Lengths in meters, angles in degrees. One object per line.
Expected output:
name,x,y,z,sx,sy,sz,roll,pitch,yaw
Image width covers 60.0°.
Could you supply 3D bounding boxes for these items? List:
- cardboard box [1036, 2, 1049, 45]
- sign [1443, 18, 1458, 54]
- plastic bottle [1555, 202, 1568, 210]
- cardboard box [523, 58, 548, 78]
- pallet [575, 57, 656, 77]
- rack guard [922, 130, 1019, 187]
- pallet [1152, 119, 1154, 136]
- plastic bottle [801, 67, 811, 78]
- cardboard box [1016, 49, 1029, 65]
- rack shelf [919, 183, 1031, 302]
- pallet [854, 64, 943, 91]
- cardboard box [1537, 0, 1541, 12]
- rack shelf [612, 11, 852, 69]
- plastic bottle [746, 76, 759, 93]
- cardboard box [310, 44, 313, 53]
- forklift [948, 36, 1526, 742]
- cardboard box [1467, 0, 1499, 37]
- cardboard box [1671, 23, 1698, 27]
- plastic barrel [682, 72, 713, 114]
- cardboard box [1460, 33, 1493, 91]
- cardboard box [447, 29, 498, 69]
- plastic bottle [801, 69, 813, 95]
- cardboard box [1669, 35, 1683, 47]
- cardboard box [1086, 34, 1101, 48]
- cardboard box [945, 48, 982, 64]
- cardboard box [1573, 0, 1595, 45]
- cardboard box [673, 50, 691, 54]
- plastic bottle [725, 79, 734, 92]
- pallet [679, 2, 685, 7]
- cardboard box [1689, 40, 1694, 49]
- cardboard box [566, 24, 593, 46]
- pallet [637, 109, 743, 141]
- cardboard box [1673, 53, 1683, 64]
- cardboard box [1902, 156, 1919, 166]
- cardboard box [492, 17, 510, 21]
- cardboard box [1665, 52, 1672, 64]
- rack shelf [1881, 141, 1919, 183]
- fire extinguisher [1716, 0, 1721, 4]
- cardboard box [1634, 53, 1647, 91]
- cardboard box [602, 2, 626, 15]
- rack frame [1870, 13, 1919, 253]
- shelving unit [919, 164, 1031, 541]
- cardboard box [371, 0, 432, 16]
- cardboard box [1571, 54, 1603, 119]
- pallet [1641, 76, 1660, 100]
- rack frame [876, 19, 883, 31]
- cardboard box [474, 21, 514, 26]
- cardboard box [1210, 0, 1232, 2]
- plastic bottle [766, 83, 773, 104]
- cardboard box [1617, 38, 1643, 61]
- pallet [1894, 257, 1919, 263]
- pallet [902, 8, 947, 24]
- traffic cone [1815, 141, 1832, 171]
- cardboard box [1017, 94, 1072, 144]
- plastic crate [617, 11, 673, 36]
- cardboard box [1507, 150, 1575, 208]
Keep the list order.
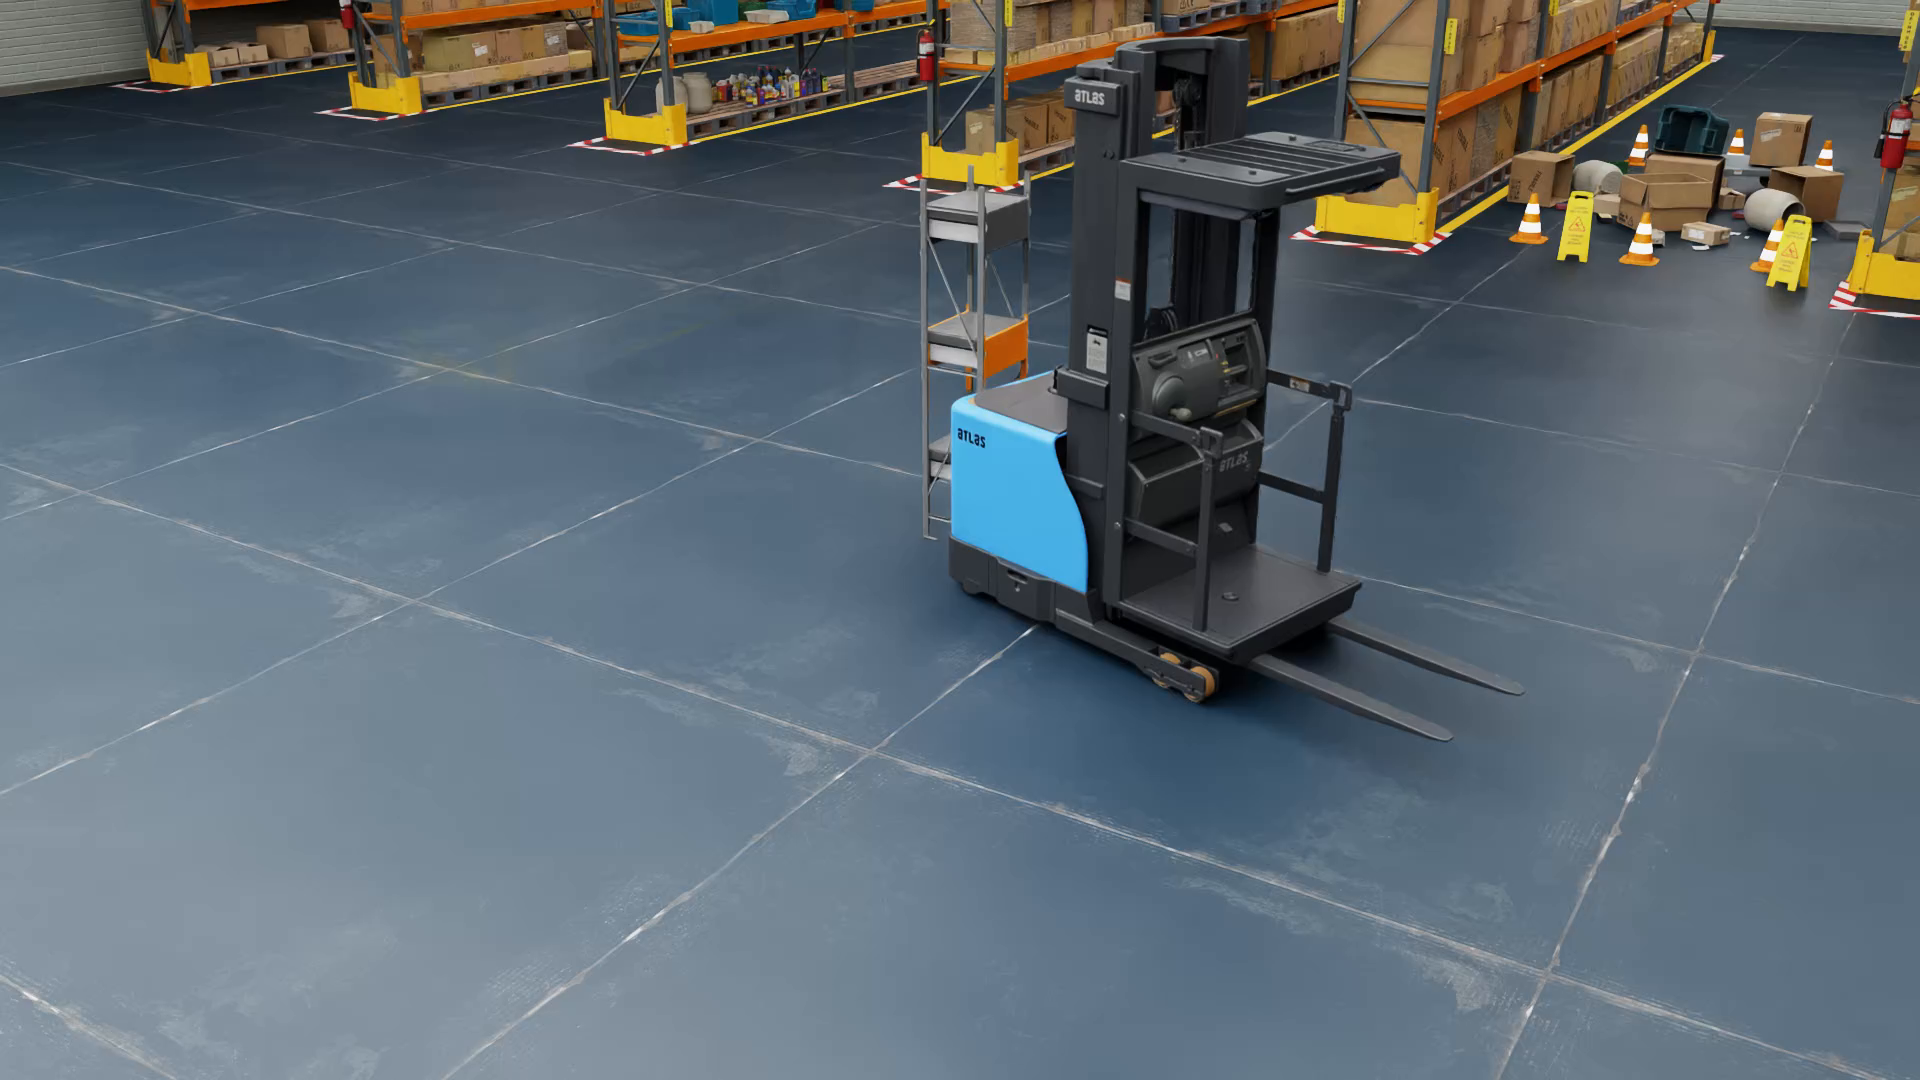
cardboard box,0.548,-6.144,19.665,0.875,0.500,0.500,14,27,29
sign,4.702,-4.829,15.940,0.100,0.325,0.005,14,27,29
plastic bottle,6.603,-3.609,18.011,0.283,0.061,0.133,5,24,11
cardboard box,-6.813,-7.405,26.011,0.500,0.250,0.500,14,27,29
pallet,-5.876,-7.992,27.945,1.003,0.211,1.213,14,27,29
rack guard,0.113,-4.466,19.437,1.175,0.500,0.348,14,27,29
pallet,1.859,-5.424,22.013,1.003,0.211,1.213,14,27,29
plastic bottle,-2.242,-6.714,24.264,0.144,0.351,0.185,14,27,29
cardboard box,0.574,-5.599,19.223,0.380,0.149,0.250,14,27,29
rack shelf,0.087,-1.649,9.189,0.431,0.518,0.480,14,27,29
pallet,-1.001,-7.382,26.537,1.003,0.211,1.213,14,27,29
cardboard box,6.600,-6.537,19.691,0.700,0.500,0.500,13,27,28
rack shelf,-3.080,-6.970,22.981,1.077,0.370,4.000,14,27,29
plastic bottle,-2.988,-6.512,23.892,0.152,0.276,0.135,14,27,29
cardboard box,-11.302,-8.409,28.435,0.380,0.149,0.250,12,26,25
forklift,1.311,-0.800,7.909,1.130,2.935,3.031,-20,31,-39
cardboard box,5.085,-5.561,17.272,0.875,0.550,0.550,14,27,29
cardboard box,12.428,-8.767,28.537,0.380,0.149,0.250,14,27,30
plastic barrel,-3.588,-6.084,22.630,0.421,0.512,0.421,0,23,0
cardboard box,5.064,-5.070,17.498,0.875,0.550,0.550,14,27,29
cardboard box,-7.354,-7.415,25.090,0.500,0.500,0.500,14,27,29
plastic bottle,-2.221,-6.619,24.045,0.144,0.351,0.185,12,26,26
cardboard box,11.530,-8.132,27.070,0.380,0.149,0.250,15,27,30
cardboard box,1.516,-6.185,20.577,0.380,0.149,0.250,14,27,29
cardboard box,0.048,-5.612,19.253,0.380,0.149,0.250,14,27,29
cardboard box,7.649,-6.541,20.958,0.500,0.500,0.500,14,27,30
cardboard box,-4.997,-8.549,28.654,0.500,0.250,0.500,14,27,30
plastic bottle,-3.309,-6.415,23.668,0.152,0.276,0.135,13,27,28
pallet,-5.754,-11.712,36.539,1.003,0.211,1.213,14,27,29
cardboard box,12.103,-8.344,27.934,0.380,0.149,0.250,14,27,30
cardboard box,-6.261,-8.400,27.604,0.500,0.311,0.500,14,27,29
pallet,-3.702,-5.654,22.545,1.003,0.211,1.213,14,27,29
cardboard box,11.678,-7.950,27.399,0.380,0.149,0.250,13,27,28
cardboard box,8.830,-3.546,15.338,0.380,0.149,0.250,15,27,30
cardboard box,-9.038,-10.053,31.789,0.700,0.500,0.500,14,27,29
cardboard box,11.026,-7.640,26.308,0.380,0.149,0.250,15,28,31
rack shelf,9.547,-3.855,15.786,1.077,0.370,4.000,14,27,29
fire extinguisher,13.198,-9.696,28.938,0.296,0.674,0.183,14,27,29
cardboard box,9.842,-6.962,24.673,0.500,0.500,0.500,13,27,28
cardboard box,-7.365,-11.123,33.845,0.750,0.750,0.750,14,27,29
rack frame,8.492,-3.511,14.084,1.000,3.000,0.127,14,27,29
shelving unit,0.087,-1.019,9.462,0.431,2.100,0.503,14,27,29
cardboard box,-8.084,-7.865,24.017,0.700,0.500,0.500,14,27,29
cardboard box,8.056,-6.188,22.571,1.050,0.750,0.750,13,27,28
pallet,10.154,-7.021,25.703,1.003,0.211,1.213,14,27,29
rack frame,-2.011,-11.715,33.035,1.000,3.000,0.127,14,27,29
cardboard box,-7.269,-7.861,26.122,0.500,0.500,0.500,14,27,29
cardboard box,3.643,-7.799,23.630,0.396,0.266,0.258,13,27,27
plastic bottle,-2.680,-6.271,23.341,0.097,0.271,0.097,0,23,0
cardboard box,9.562,-7.121,24.098,0.500,0.250,0.500,14,27,29
pallet,8.991,-2.523,15.313,1.003,0.211,1.213,14,27,29
pallet,-1.005,-11.080,35.079,1.003,0.211,1.213,14,27,29
traffic cone,10.067,-4.408,19.351,0.336,0.463,0.334,14,27,29
cardboard box,1.049,-5.256,20.734,0.500,0.500,0.500,17,29,34
plastic crate,-4.125,-6.789,21.843,0.499,0.251,0.616,14,27,29
cardboard box,6.396,-3.979,18.309,0.500,0.500,0.500,20,30,38
